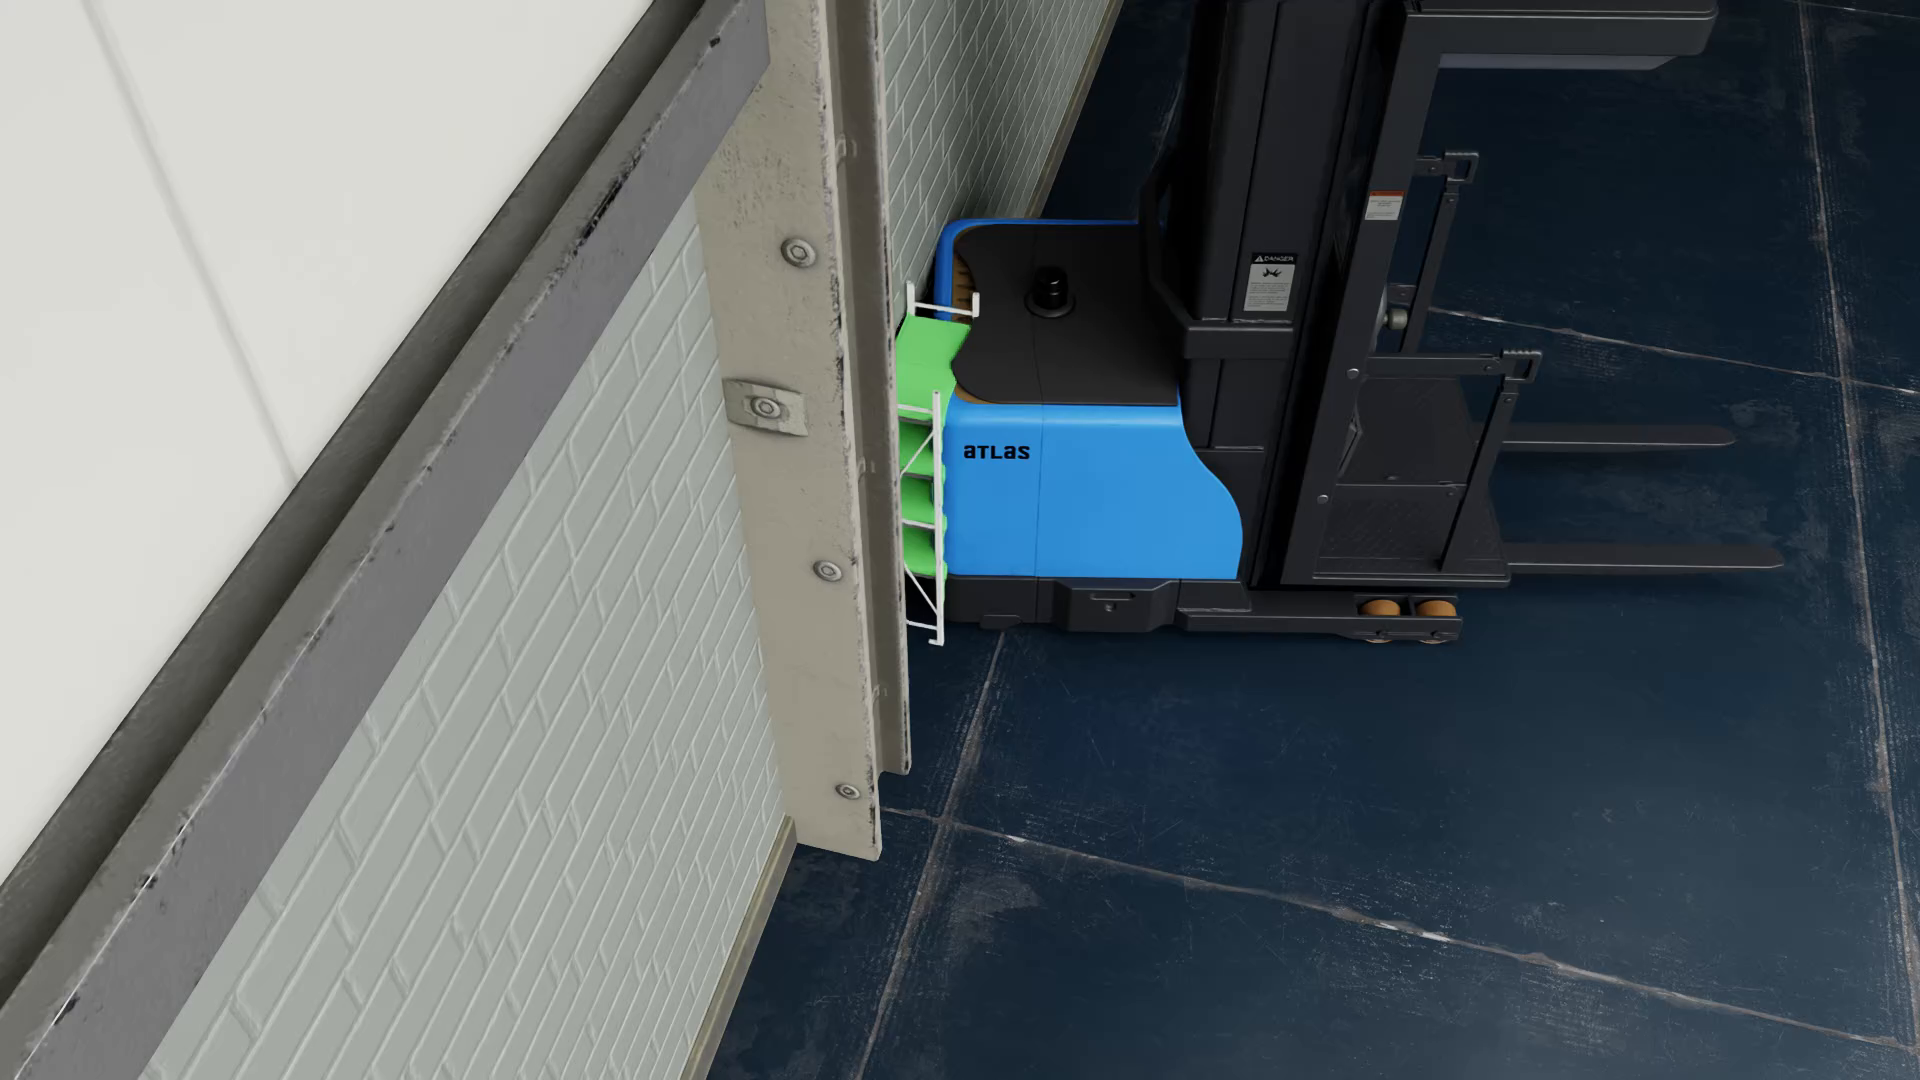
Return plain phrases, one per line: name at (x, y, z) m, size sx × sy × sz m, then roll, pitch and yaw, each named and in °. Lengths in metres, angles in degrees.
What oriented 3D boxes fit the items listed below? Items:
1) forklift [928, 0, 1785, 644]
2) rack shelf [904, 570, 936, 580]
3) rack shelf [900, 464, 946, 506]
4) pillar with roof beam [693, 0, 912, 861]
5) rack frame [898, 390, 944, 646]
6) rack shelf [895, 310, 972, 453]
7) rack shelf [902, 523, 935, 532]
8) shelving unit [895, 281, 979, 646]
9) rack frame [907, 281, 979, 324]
forklift at (1.411, -1.006, 5.183) m, size 3.031 × 2.935 × 1.130 m, roll 1°, pitch 49°, yaw 1°
rack shelf at (-0.114, -0.045, 5.857) m, size 0.199 × 0.029 × 0.442 m, roll 11°, pitch 48°, yaw 10°
rack shelf at (-0.116, -0.352, 5.526) m, size 0.258 × 0.148 × 0.480 m, roll 11°, pitch 48°, yaw 10°
pillar with roof beam at (3.791, -1.270, 1.369) m, size 9.100 × 9.000 × 0.400 m, roll 12°, pitch 50°, yaw 10°
rack frame at (-0.177, -0.059, 5.494) m, size 0.240 × 1.200 × 0.015 m, roll 11°, pitch 48°, yaw 10°
rack shelf at (-0.116, -0.515, 5.350) m, size 0.258 × 0.148 × 0.480 m, roll 11°, pitch 48°, yaw 10°
rack shelf at (-0.115, -0.208, 5.681) m, size 0.199 × 0.029 × 0.442 m, roll 11°, pitch 48°, yaw 10°
shelving unit at (-0.115, -0.232, 5.655) m, size 0.258 × 1.200 × 0.503 m, roll 11°, pitch 48°, yaw 10°
rack frame at (-0.054, -0.405, 5.816) m, size 0.240 × 1.200 × 0.015 m, roll 11°, pitch 48°, yaw 10°
